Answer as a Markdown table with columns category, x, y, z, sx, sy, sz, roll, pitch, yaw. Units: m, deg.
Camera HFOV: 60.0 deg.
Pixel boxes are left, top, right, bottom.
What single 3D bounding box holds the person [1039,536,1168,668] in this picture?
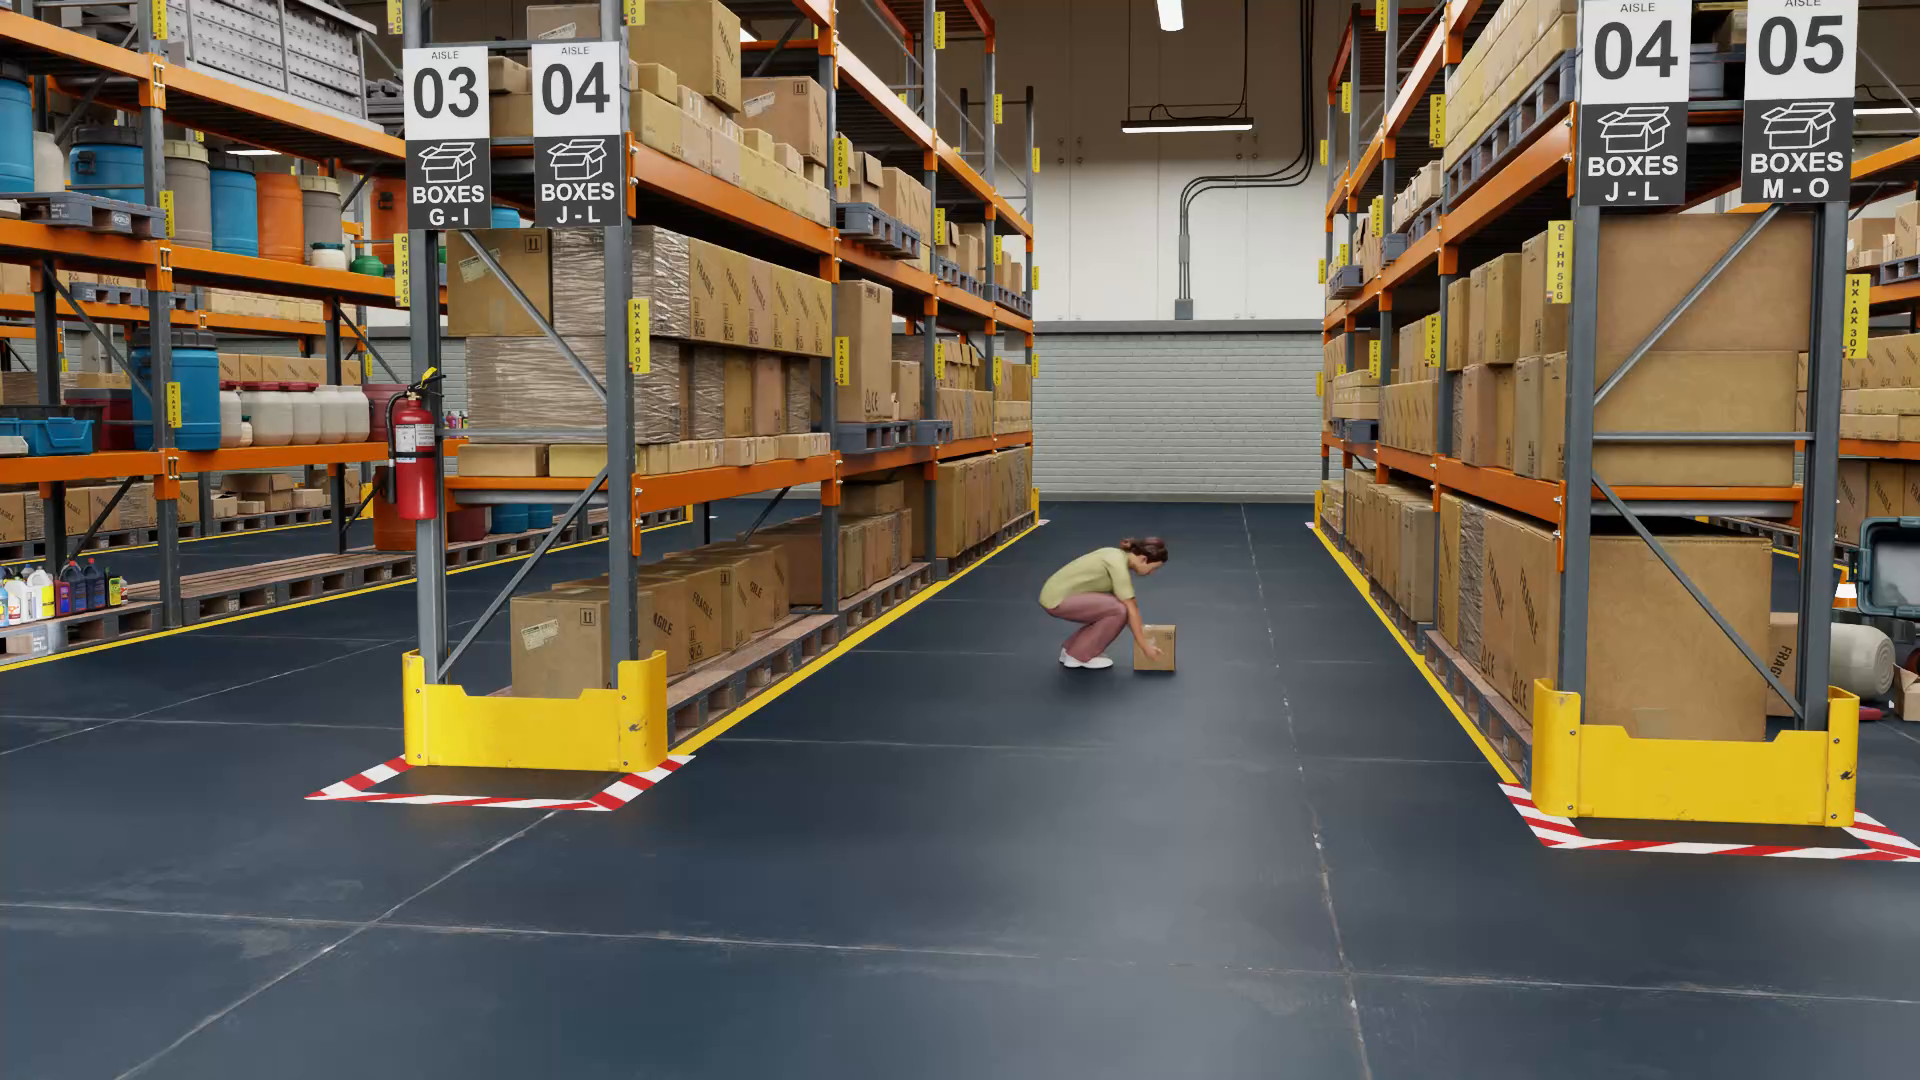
| category | x | y | z | sx | sy | sz | roll | pitch | yaw |
| --- | --- | --- | --- | --- | --- | --- | --- | --- | --- |
| person | 0.898 | 0.385 | 10.443 | 0.803 | 0.820 | 0.471 | 1 | 5 | 9 |
